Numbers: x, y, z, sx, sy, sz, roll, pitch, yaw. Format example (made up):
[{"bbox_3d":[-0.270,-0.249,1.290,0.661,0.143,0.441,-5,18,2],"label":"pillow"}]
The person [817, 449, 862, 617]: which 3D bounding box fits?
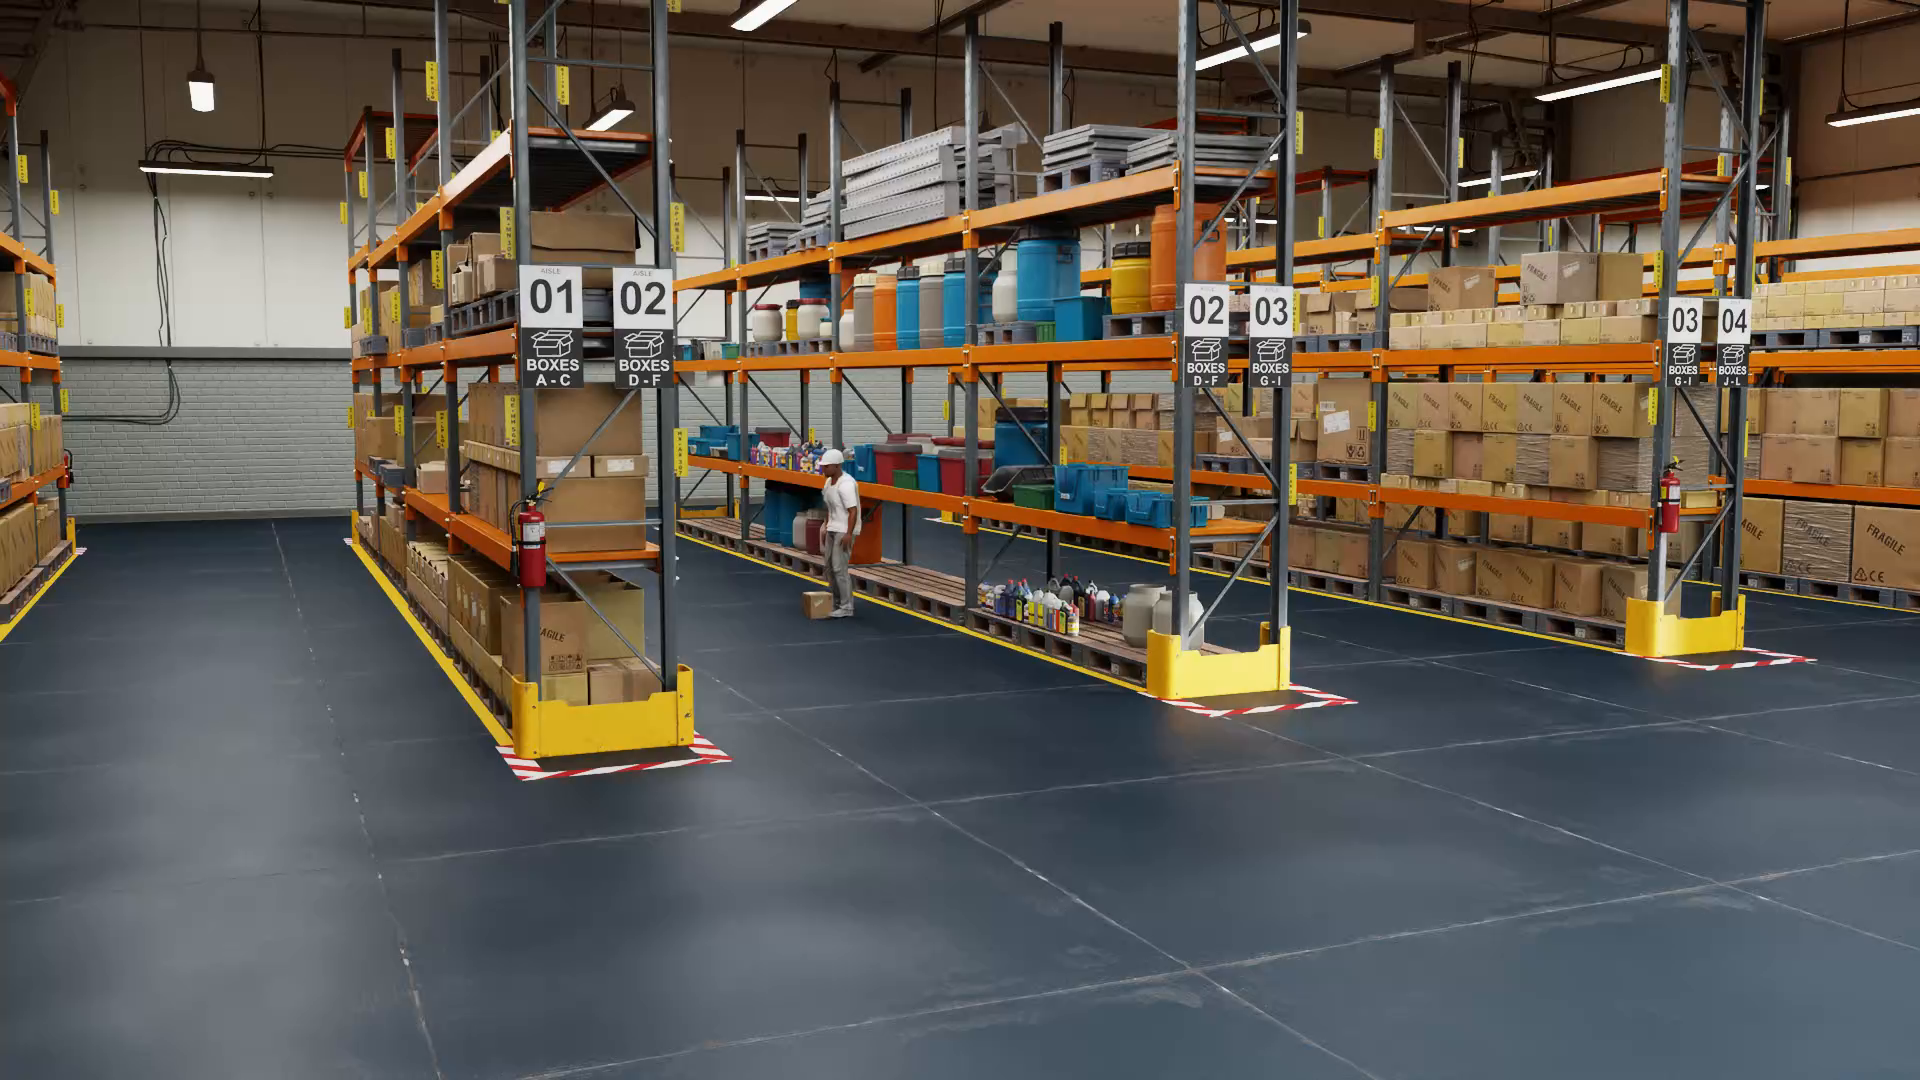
[{"bbox_3d":[-1.285,-0.075,17.476,0.461,1.759,0.631,-3,6,-27],"label":"person"}]
